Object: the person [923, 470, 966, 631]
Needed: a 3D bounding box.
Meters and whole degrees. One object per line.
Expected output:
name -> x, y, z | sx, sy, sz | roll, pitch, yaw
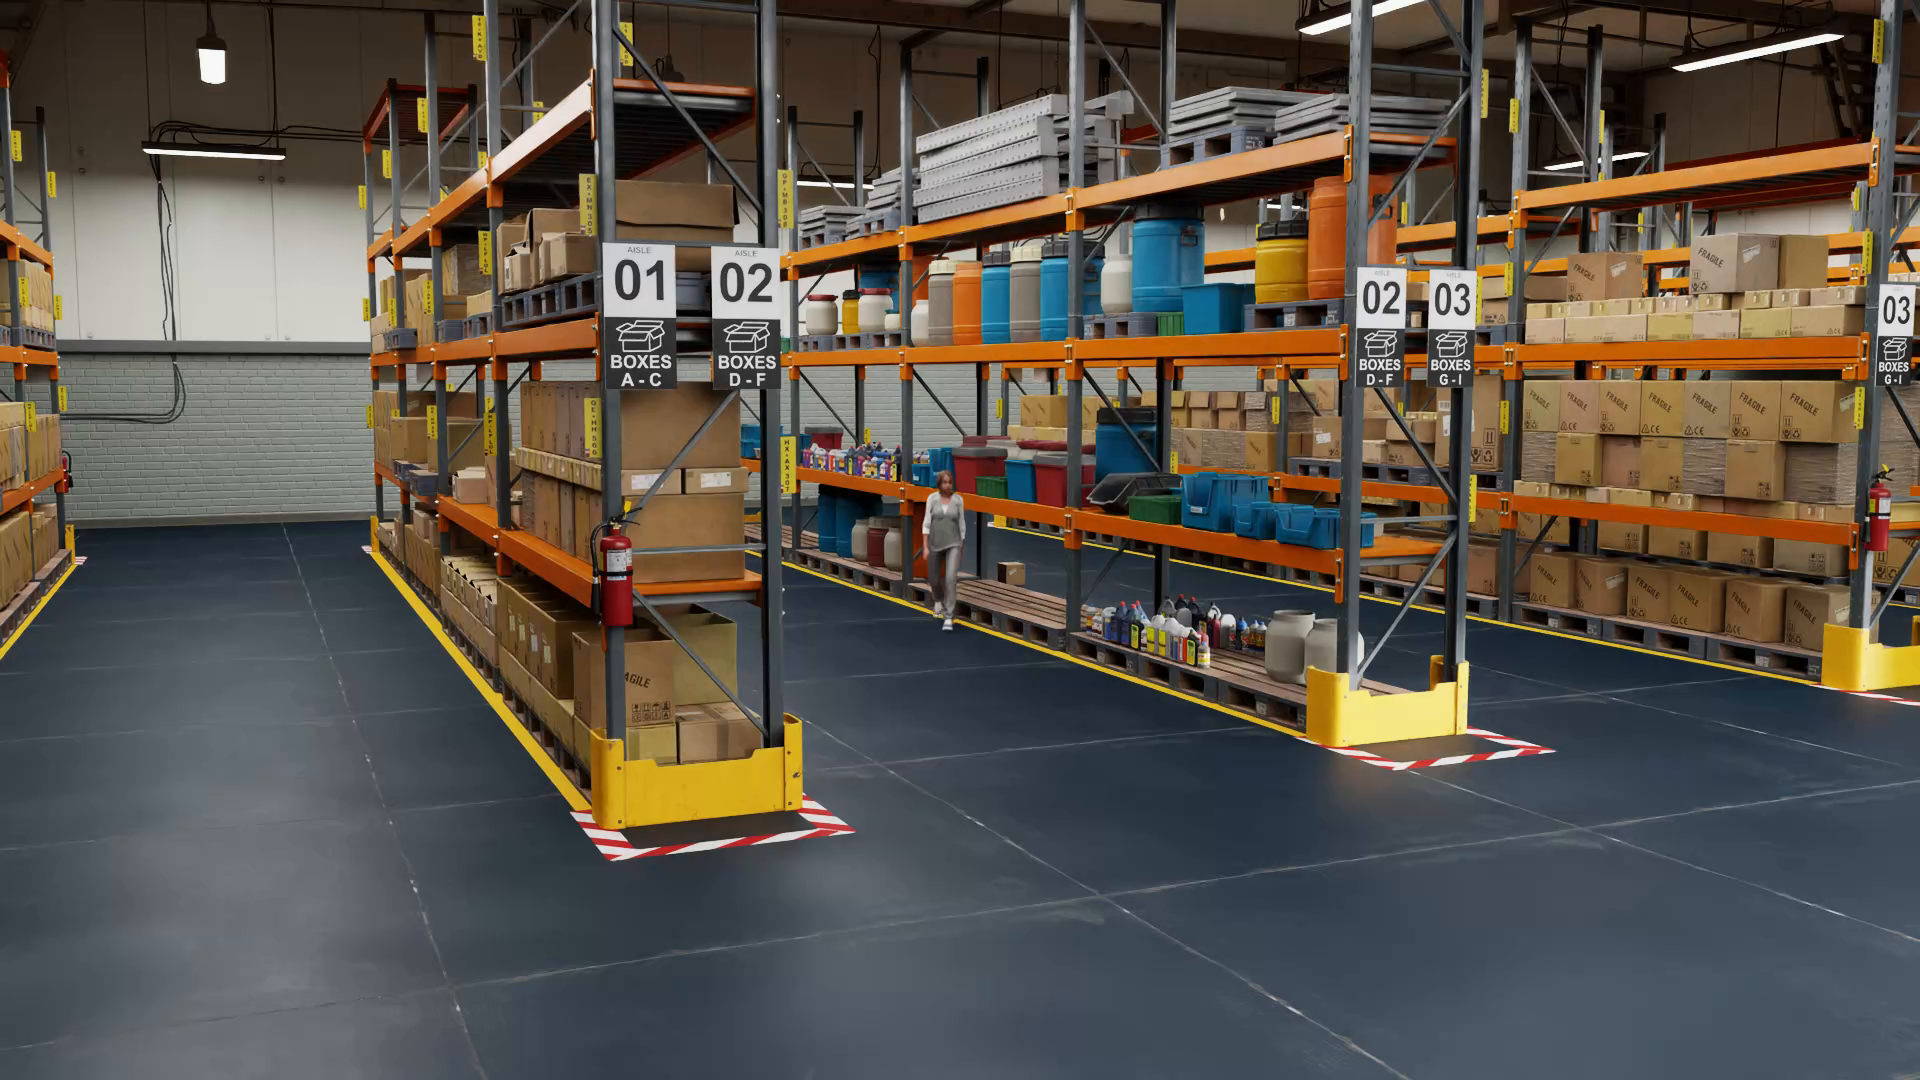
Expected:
person -> -0.152, 0.073, 16.459 | 0.416, 1.552, 0.896 | 0, 6, 5
